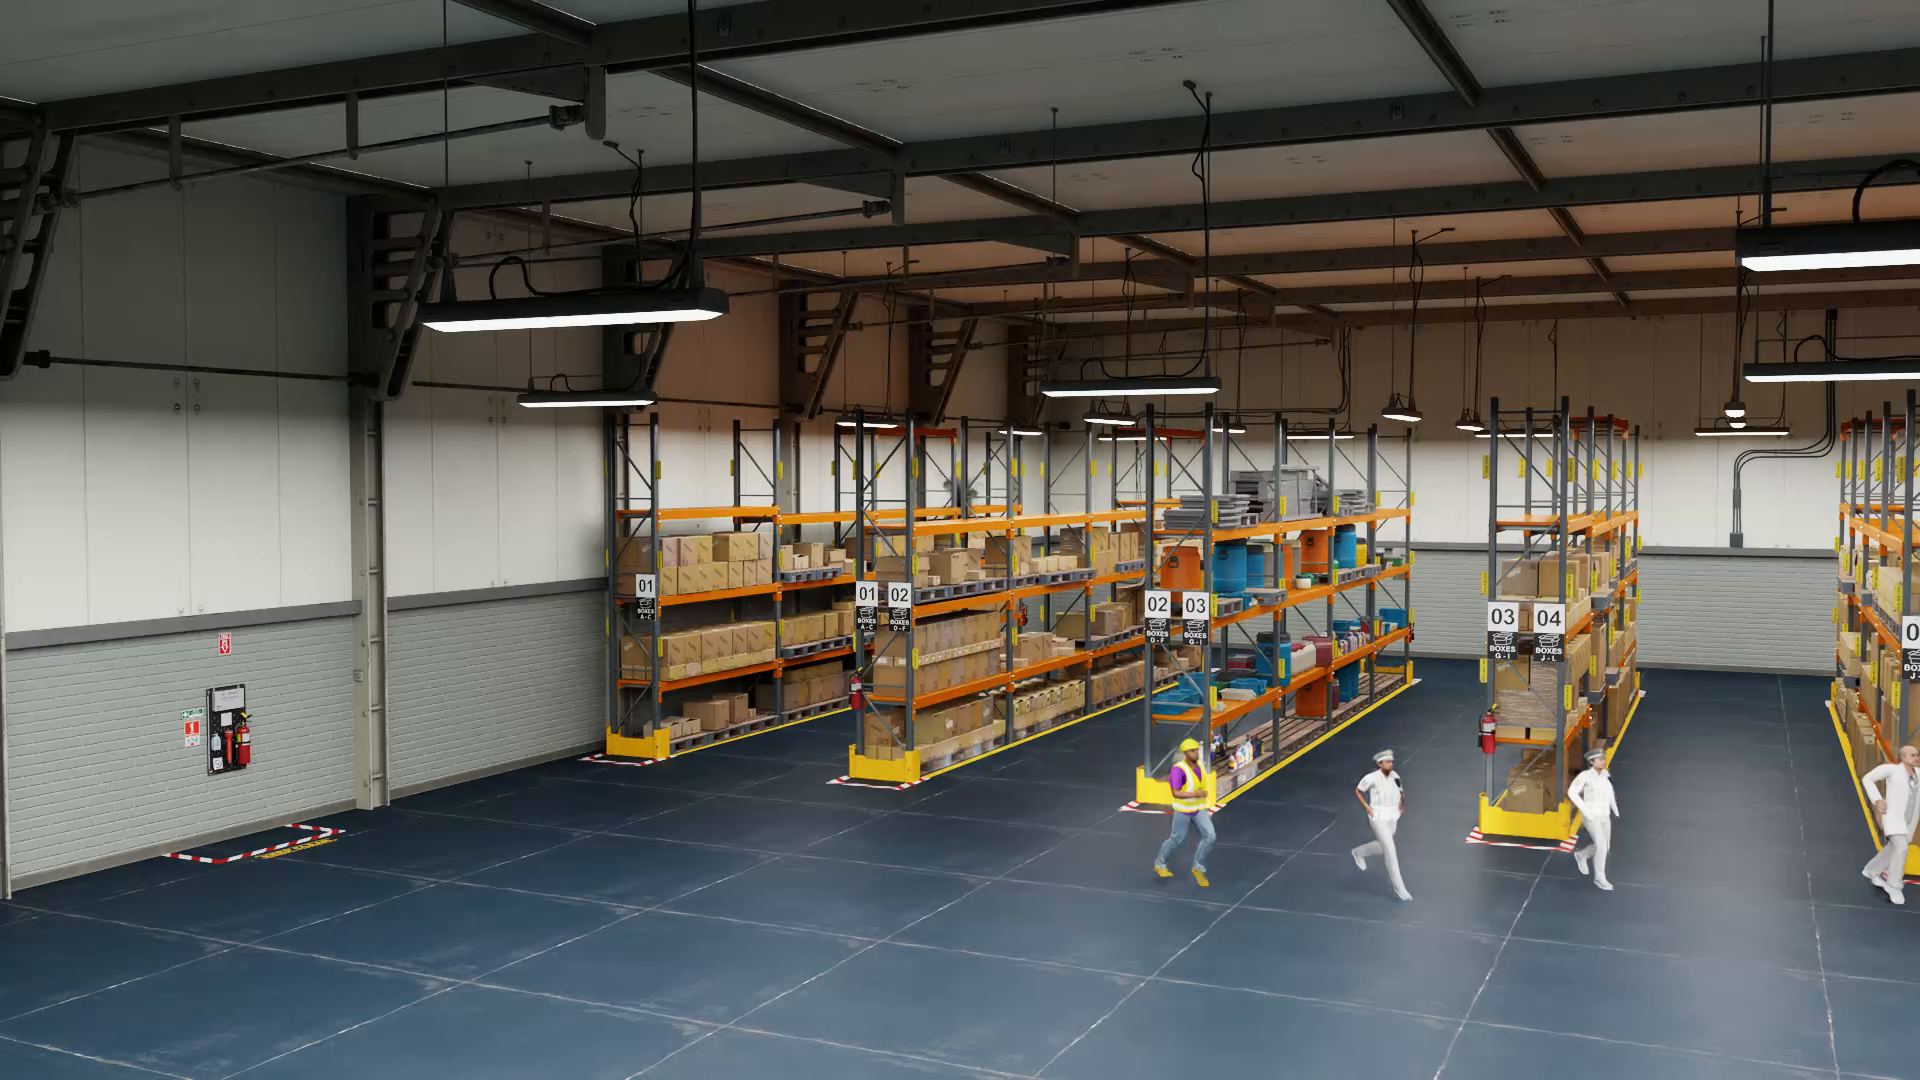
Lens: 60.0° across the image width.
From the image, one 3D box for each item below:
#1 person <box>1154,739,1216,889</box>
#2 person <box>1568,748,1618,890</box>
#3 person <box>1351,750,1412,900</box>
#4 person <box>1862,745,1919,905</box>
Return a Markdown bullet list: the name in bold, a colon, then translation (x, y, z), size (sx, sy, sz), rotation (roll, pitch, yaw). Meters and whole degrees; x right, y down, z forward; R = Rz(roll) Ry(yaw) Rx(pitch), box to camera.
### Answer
- **person**: translation (2.763, 3.278, 20.054), size (0.710, 1.798, 0.889), rotation (-2, 3, -35)
- **person**: translation (7.637, 3.328, 20.101), size (0.633, 1.682, 0.674), rotation (-1, 3, -24)
- **person**: translation (5.049, 3.337, 19.832), size (0.545, 1.705, 1.074), rotation (-1, 3, -31)
- **person**: translation (11.057, 3.318, 19.586), size (0.722, 1.831, 0.874), rotation (0, 2, -9)
